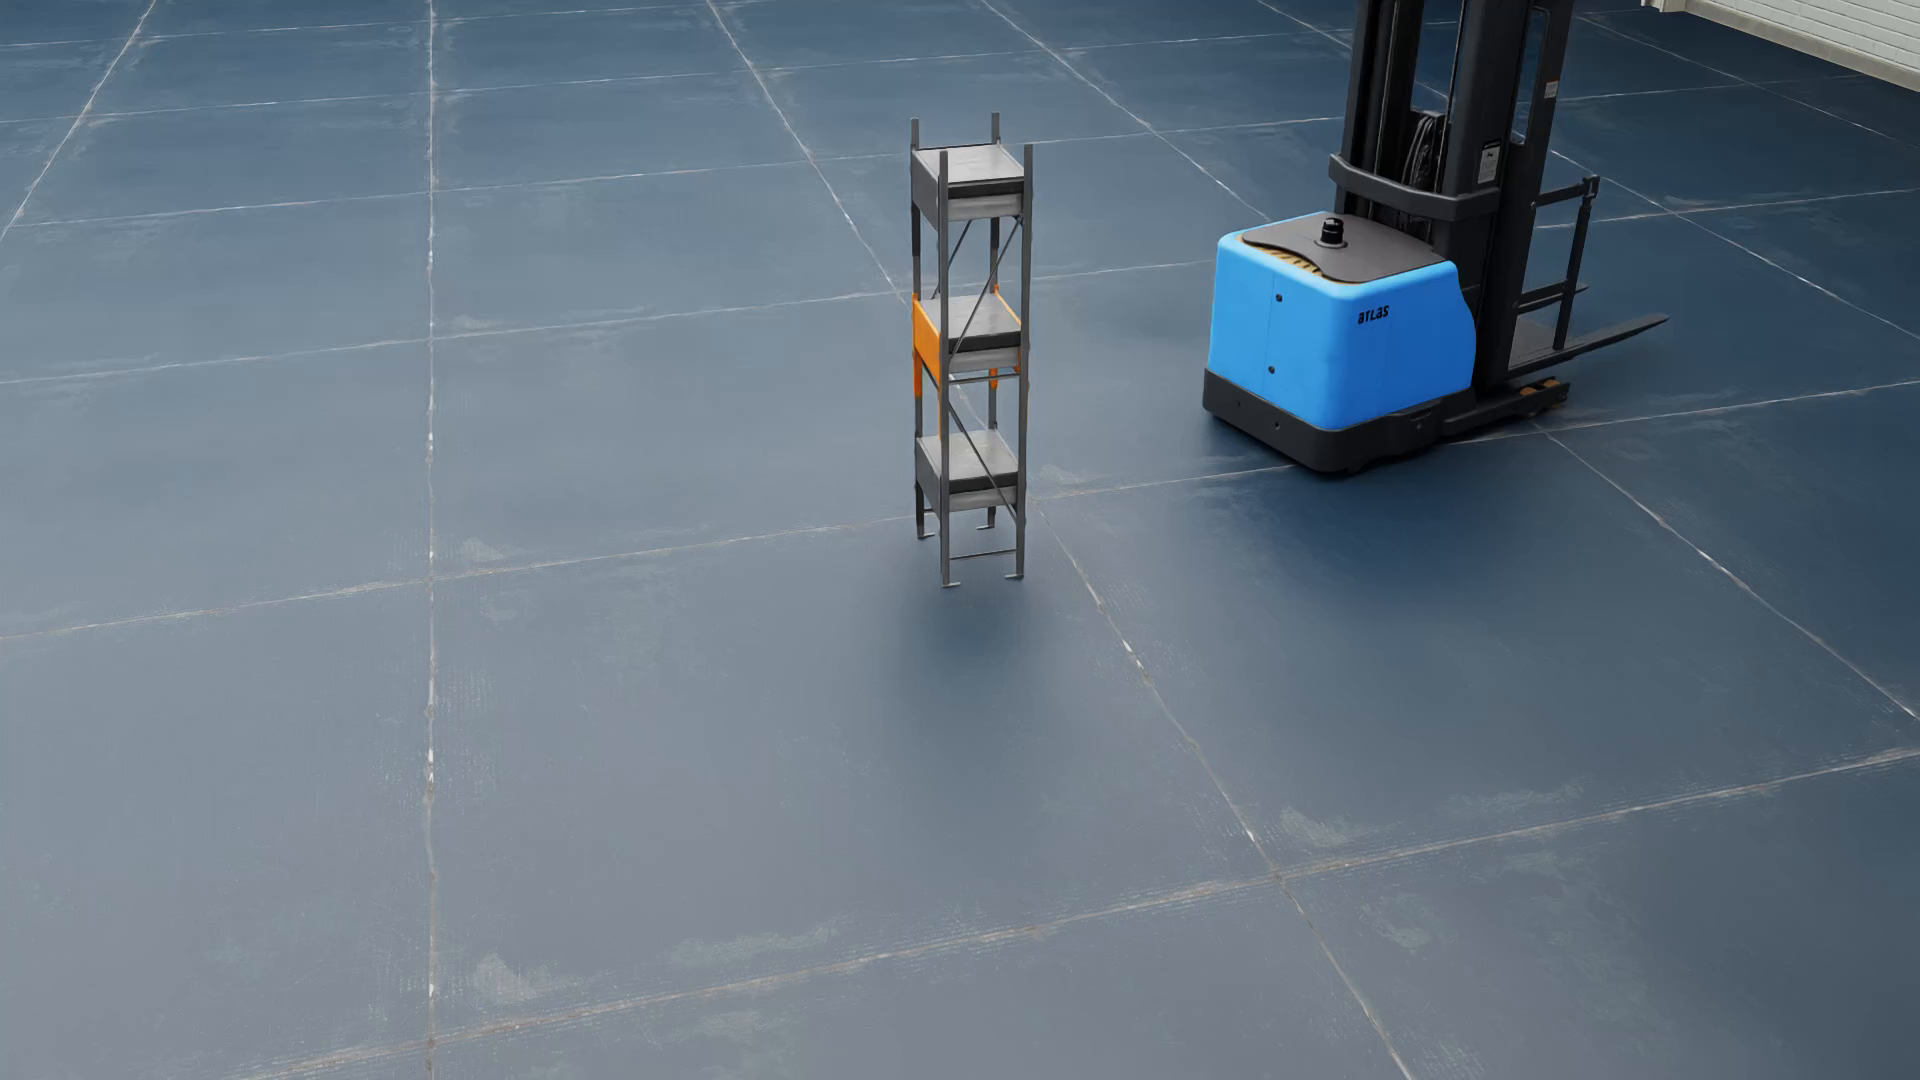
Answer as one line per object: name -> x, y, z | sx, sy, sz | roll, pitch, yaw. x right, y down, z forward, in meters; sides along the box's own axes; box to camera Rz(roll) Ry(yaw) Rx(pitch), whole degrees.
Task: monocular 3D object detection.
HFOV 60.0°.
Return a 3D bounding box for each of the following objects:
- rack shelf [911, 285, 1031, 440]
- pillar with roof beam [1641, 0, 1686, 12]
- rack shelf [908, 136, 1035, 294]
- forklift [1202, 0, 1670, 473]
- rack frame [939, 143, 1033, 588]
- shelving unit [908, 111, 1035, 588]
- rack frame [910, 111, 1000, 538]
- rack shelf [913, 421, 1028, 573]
rack shelf -> 0.044, -0.817, 7.593 | 0.431, 0.518, 0.480 | -8, 31, -13
pillar with roof beam -> 3.655, -9.230, 15.213 | 9.100, 9.000, 0.400 | -8, 31, -13
rack shelf -> 0.044, -1.423, 7.242 | 0.431, 0.518, 0.480 | -8, 31, -13
forklift -> 2.889, -2.172, 9.076 | 3.031, 2.935, 1.130 | -18, 35, -28
rack frame -> 0.109, -0.711, 7.382 | 0.400, 2.100, 0.015 | -8, 31, -13
shelving unit -> 0.044, -0.829, 7.586 | 0.431, 2.100, 0.503 | -8, 31, -13
rack frame -> -0.021, -0.947, 7.789 | 0.400, 2.100, 0.015 | -8, 31, -13
rack shelf -> 0.044, -0.211, 7.943 | 0.431, 0.518, 0.480 | -8, 31, -13
